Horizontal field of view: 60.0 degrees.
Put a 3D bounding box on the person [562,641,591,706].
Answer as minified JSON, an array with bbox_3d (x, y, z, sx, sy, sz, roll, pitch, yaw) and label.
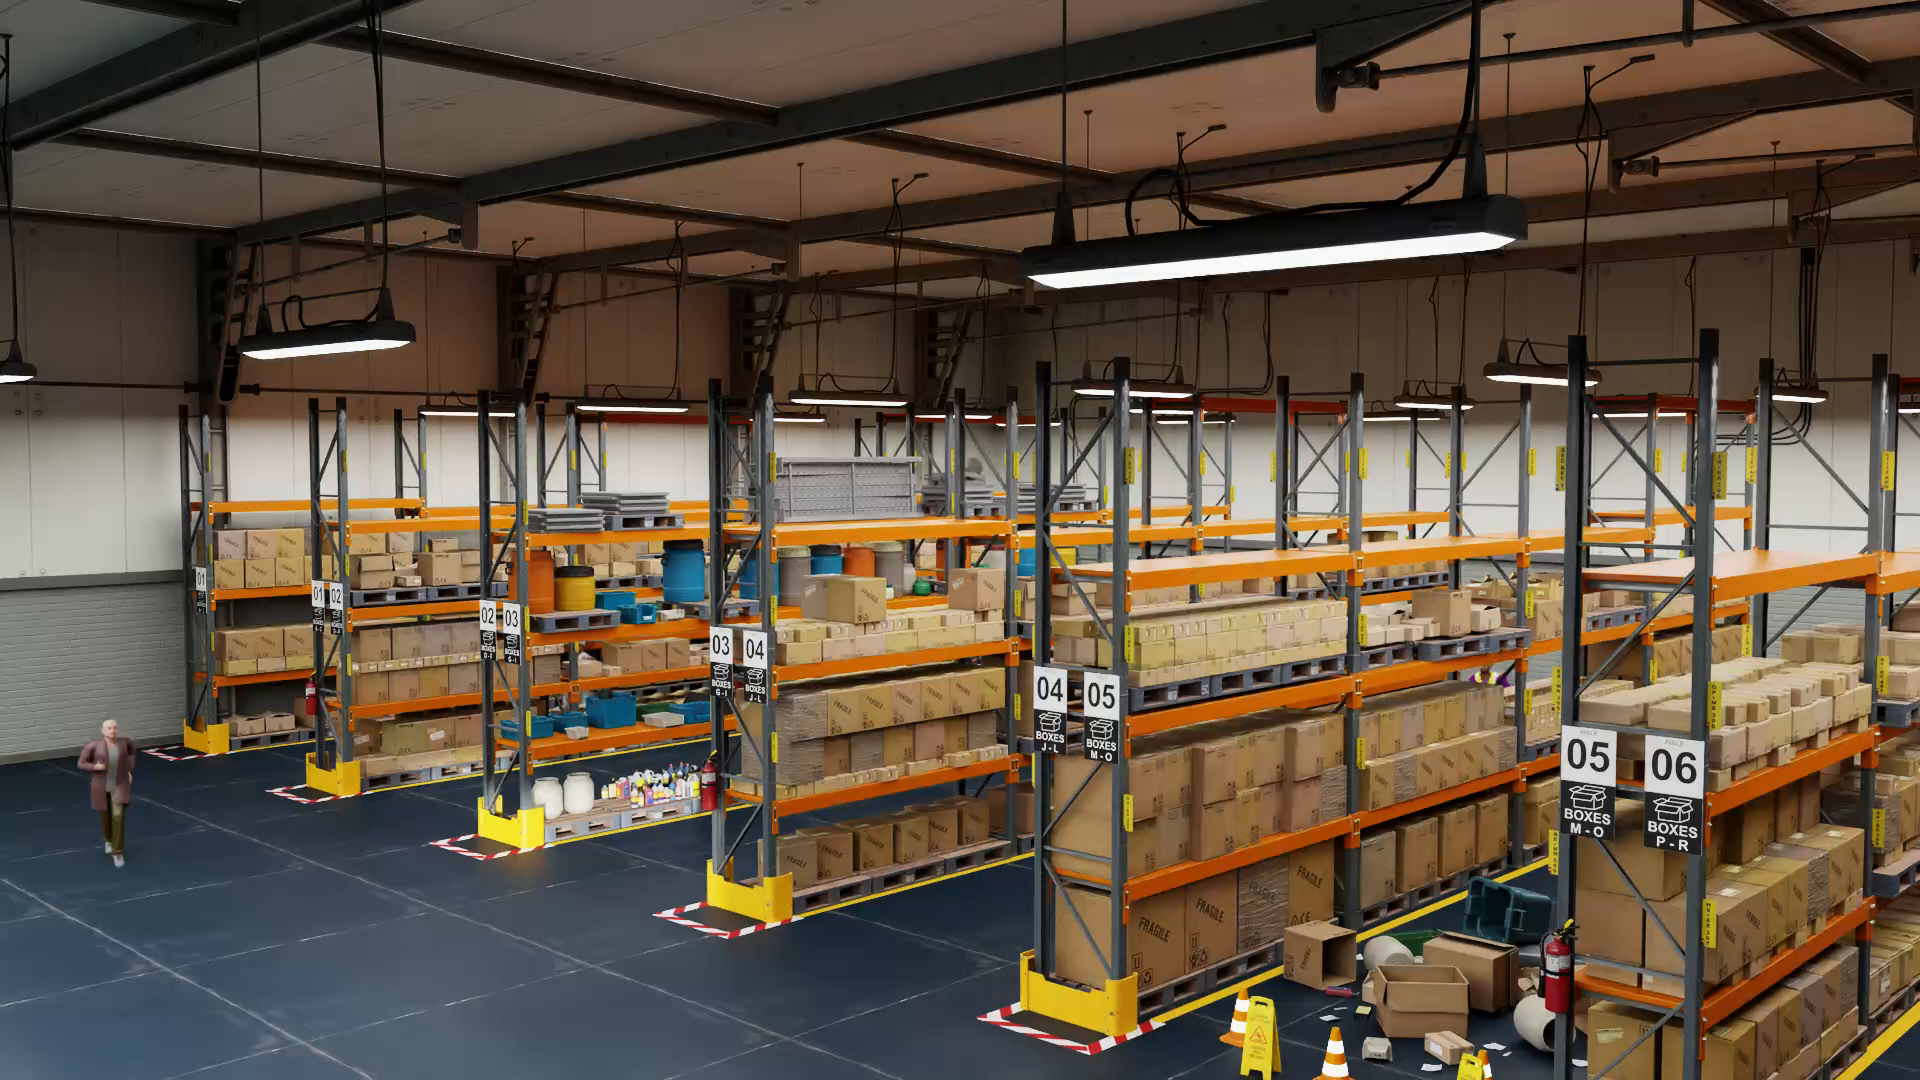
[{"bbox_3d":[-6.962,2.682,30.358,0.632,1.830,0.754,2,4,36],"label":"person"}]

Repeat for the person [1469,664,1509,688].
[{"bbox_3d":[8.829,2.831,27.940,0.730,1.722,0.516,2,3,30],"label":"person"}]

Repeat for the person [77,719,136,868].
[{"bbox_3d":[-10.763,3.166,21.007,0.679,1.821,0.966,-2,3,-30],"label":"person"}]
